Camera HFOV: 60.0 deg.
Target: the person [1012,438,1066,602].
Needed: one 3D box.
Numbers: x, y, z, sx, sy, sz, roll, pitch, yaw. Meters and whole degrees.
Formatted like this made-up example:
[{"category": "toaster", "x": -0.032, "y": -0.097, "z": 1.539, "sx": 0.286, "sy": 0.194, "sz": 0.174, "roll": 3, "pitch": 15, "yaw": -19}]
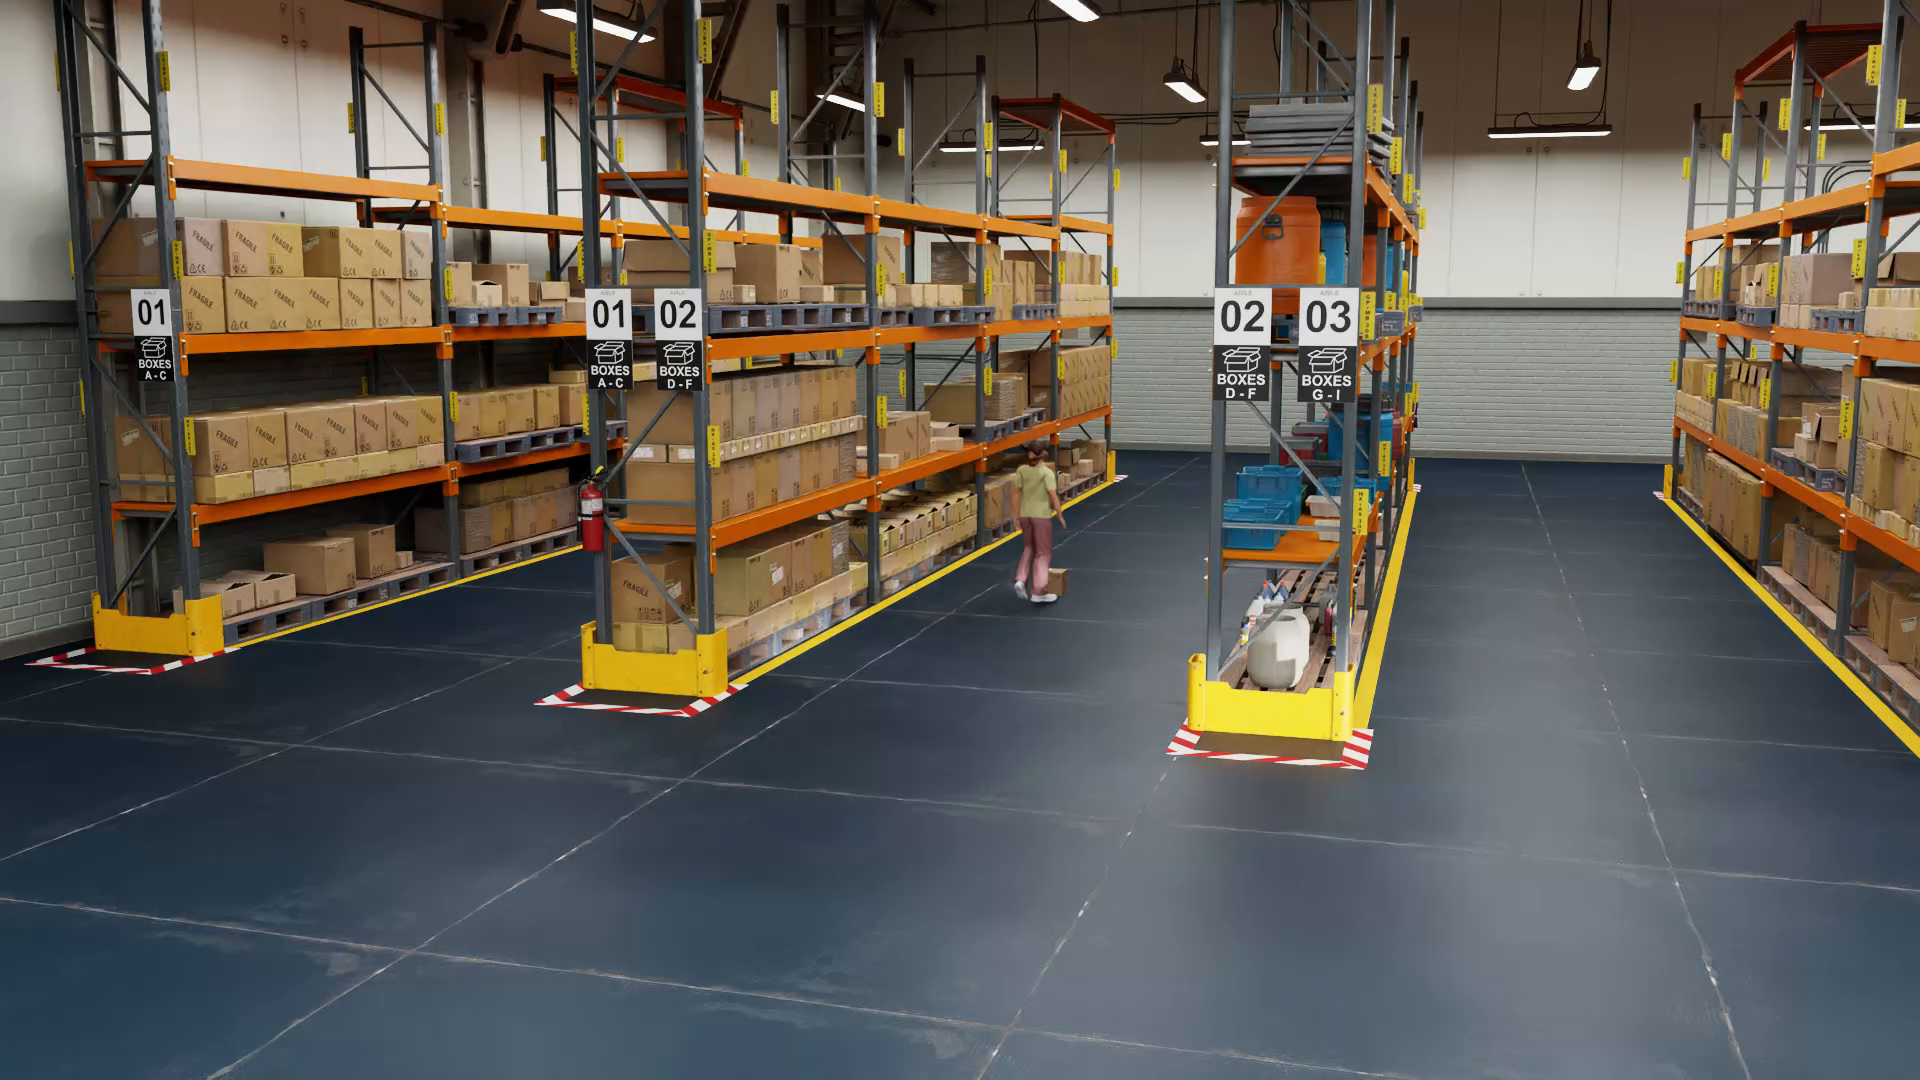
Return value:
[{"category": "person", "x": 0.798, "y": -0.198, "z": 17.048, "sx": 0.509, "sy": 1.686, "sz": 0.404, "roll": 7, "pitch": 11, "yaw": 39}]
